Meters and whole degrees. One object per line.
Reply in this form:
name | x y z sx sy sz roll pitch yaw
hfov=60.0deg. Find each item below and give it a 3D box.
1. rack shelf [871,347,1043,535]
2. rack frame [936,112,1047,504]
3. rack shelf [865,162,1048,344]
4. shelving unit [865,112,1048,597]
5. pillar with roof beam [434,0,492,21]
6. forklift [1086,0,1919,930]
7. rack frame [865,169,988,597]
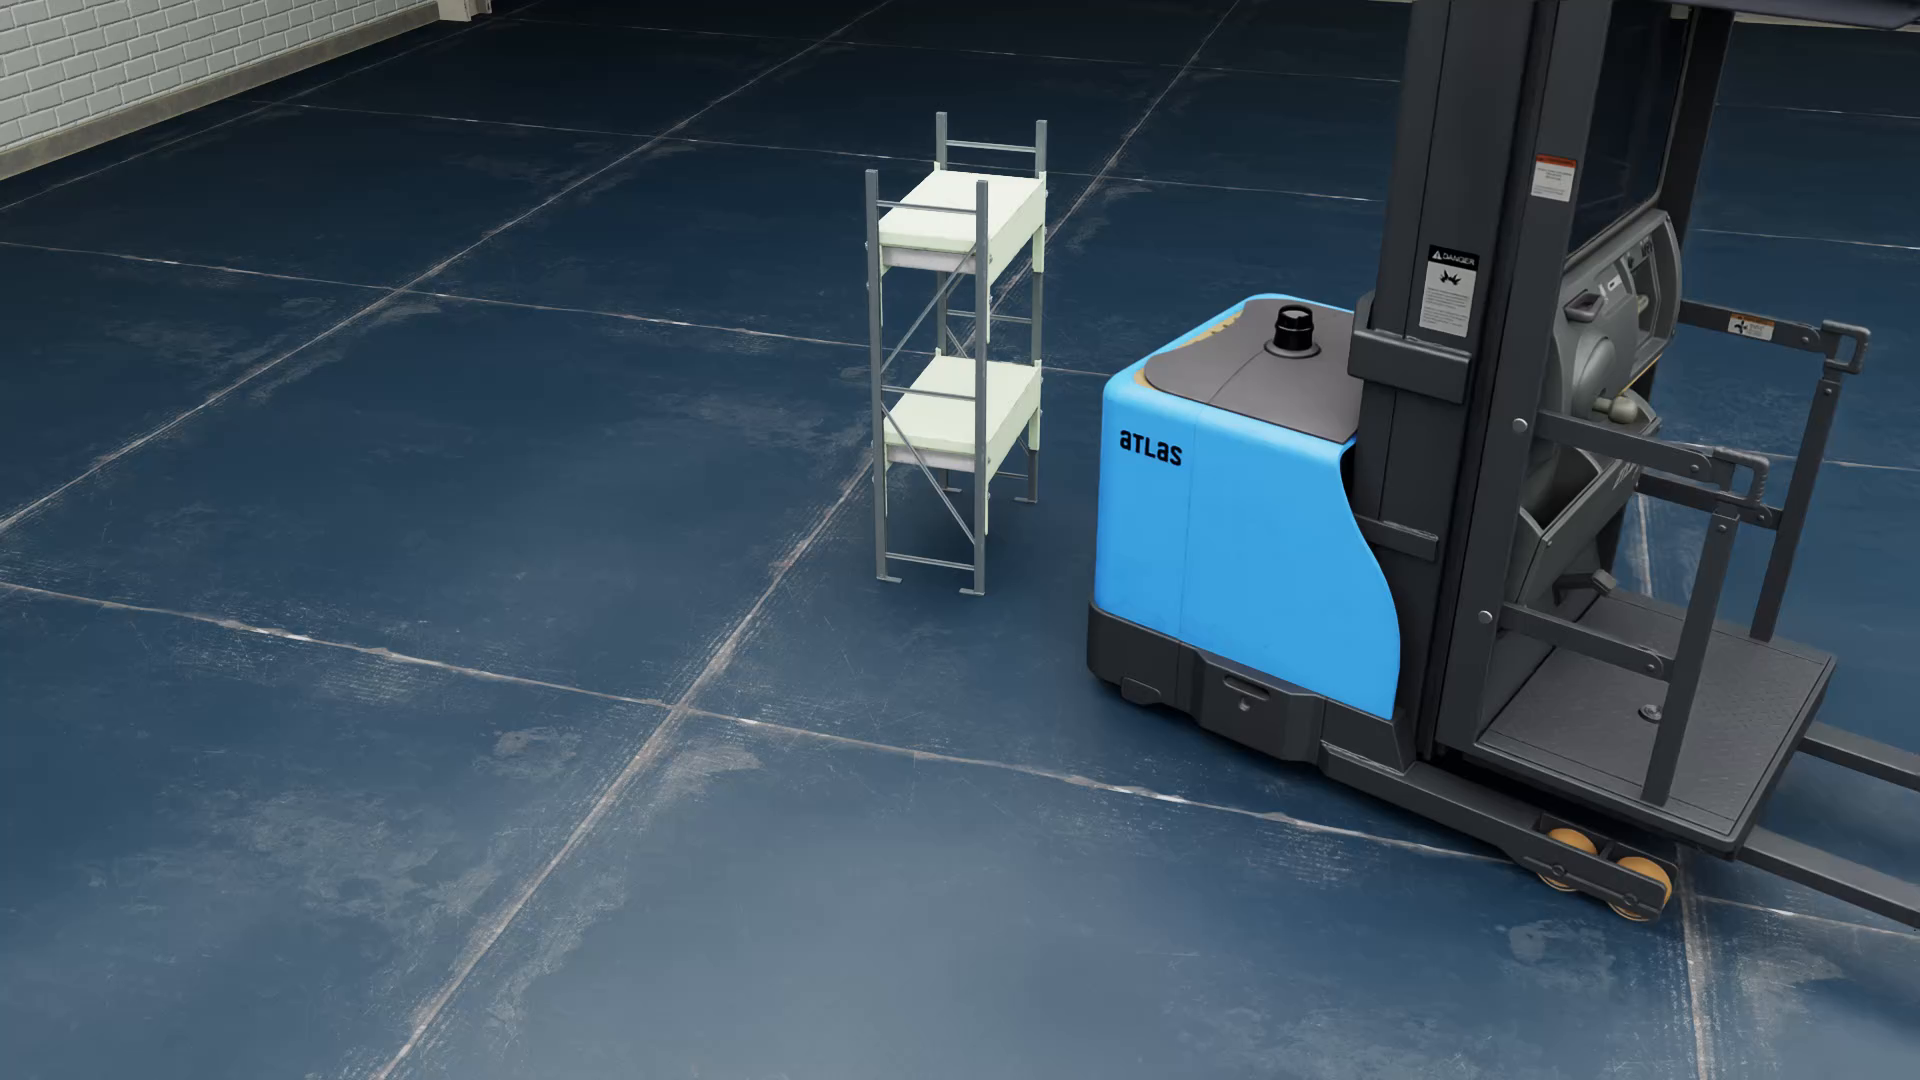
rack shelf | 0.002 -0.374 6.049 0.431 0.370 0.720 8 30 15
rack frame | 0.109 -0.829 6.197 0.400 1.500 0.023 8 30 15
rack shelf | 0.002 -1.000 5.701 0.431 0.370 0.720 8 30 15
shelving unit | 0.002 -0.659 5.891 0.431 1.500 0.755 8 30 15
pillar with roof beam | -0.182 -7.867 11.136 9.100 9.000 0.400 8 30 15
forklift | 1.885 -0.561 4.243 3.031 2.935 1.130 21 35 32
rack frame | -0.105 -0.488 5.585 0.400 1.500 0.023 8 30 15
